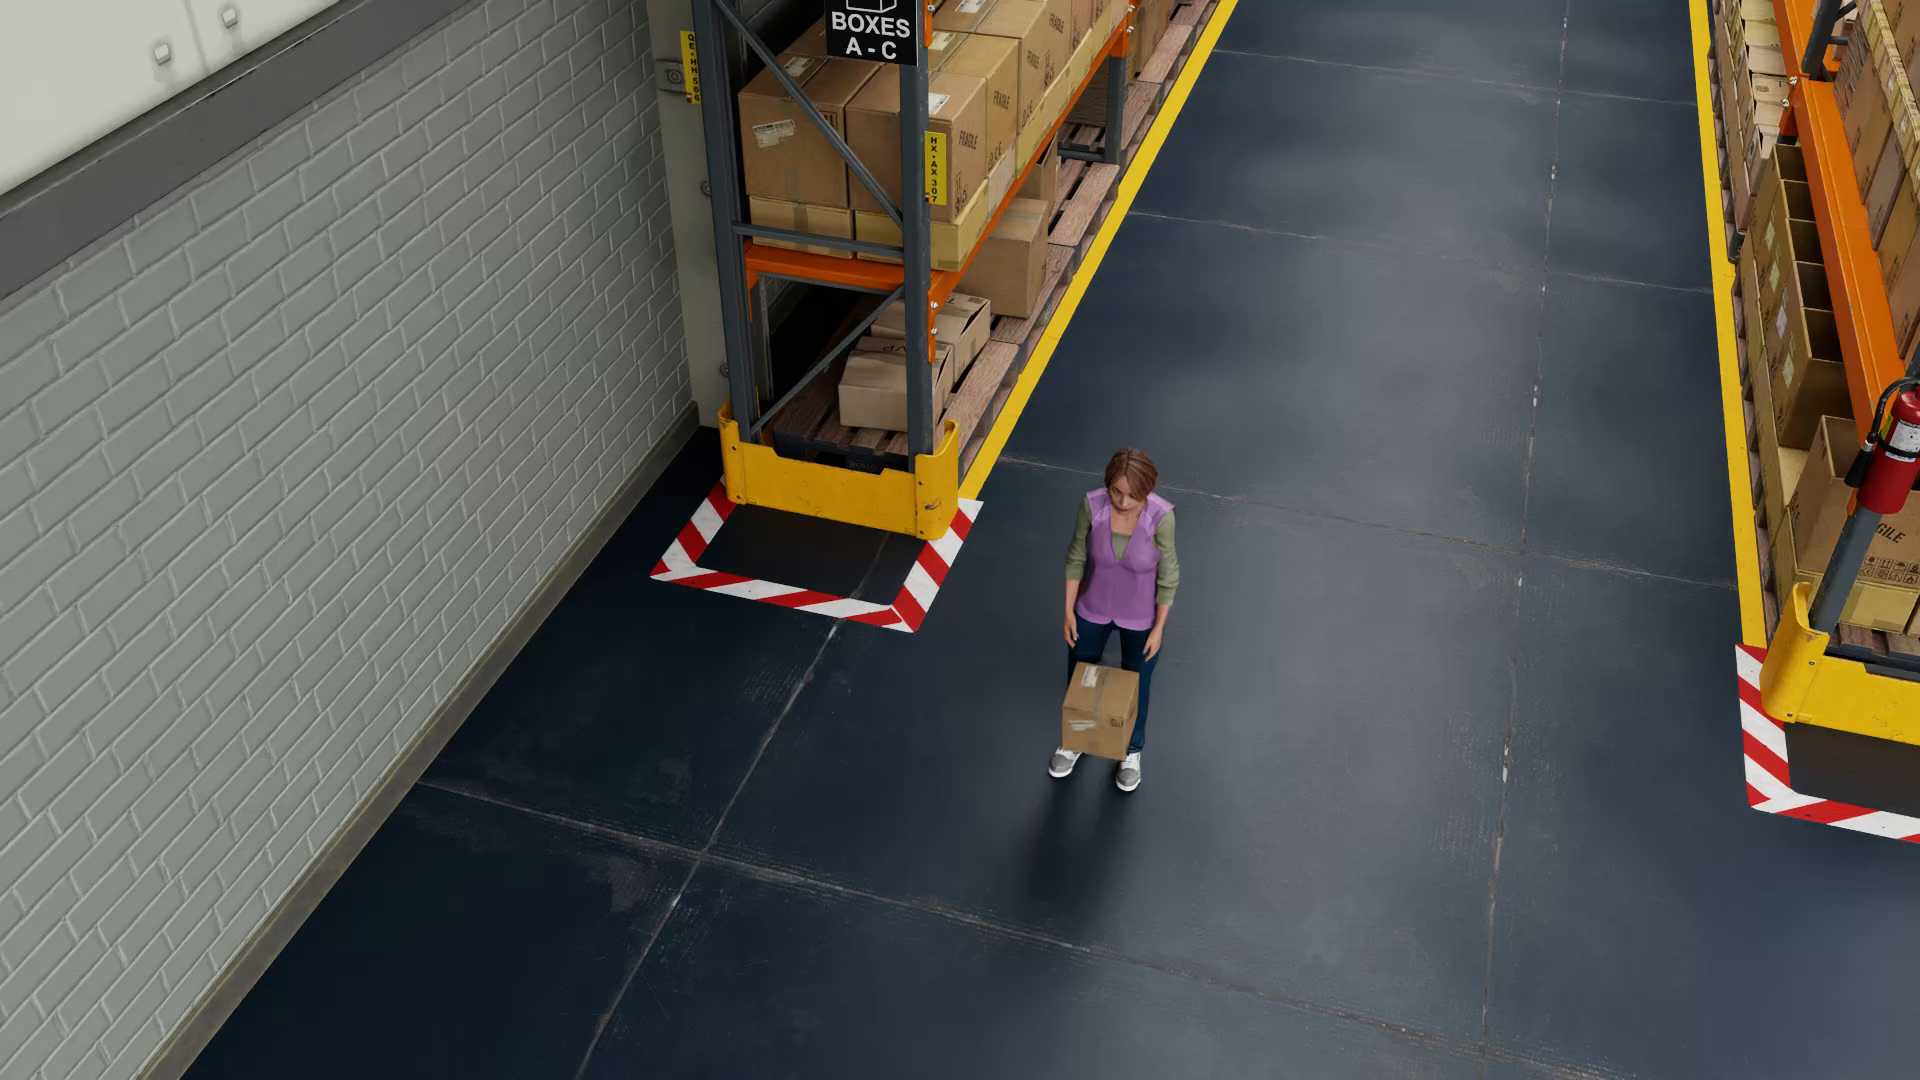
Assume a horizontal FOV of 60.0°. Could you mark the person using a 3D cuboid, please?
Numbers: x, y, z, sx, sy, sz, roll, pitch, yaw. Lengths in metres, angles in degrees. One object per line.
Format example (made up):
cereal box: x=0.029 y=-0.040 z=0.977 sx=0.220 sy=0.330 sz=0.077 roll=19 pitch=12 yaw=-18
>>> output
person: x=0.616 y=0.298 z=6.506 sx=0.450 sy=1.599 sz=0.336 roll=10 pitch=39 yaw=13
